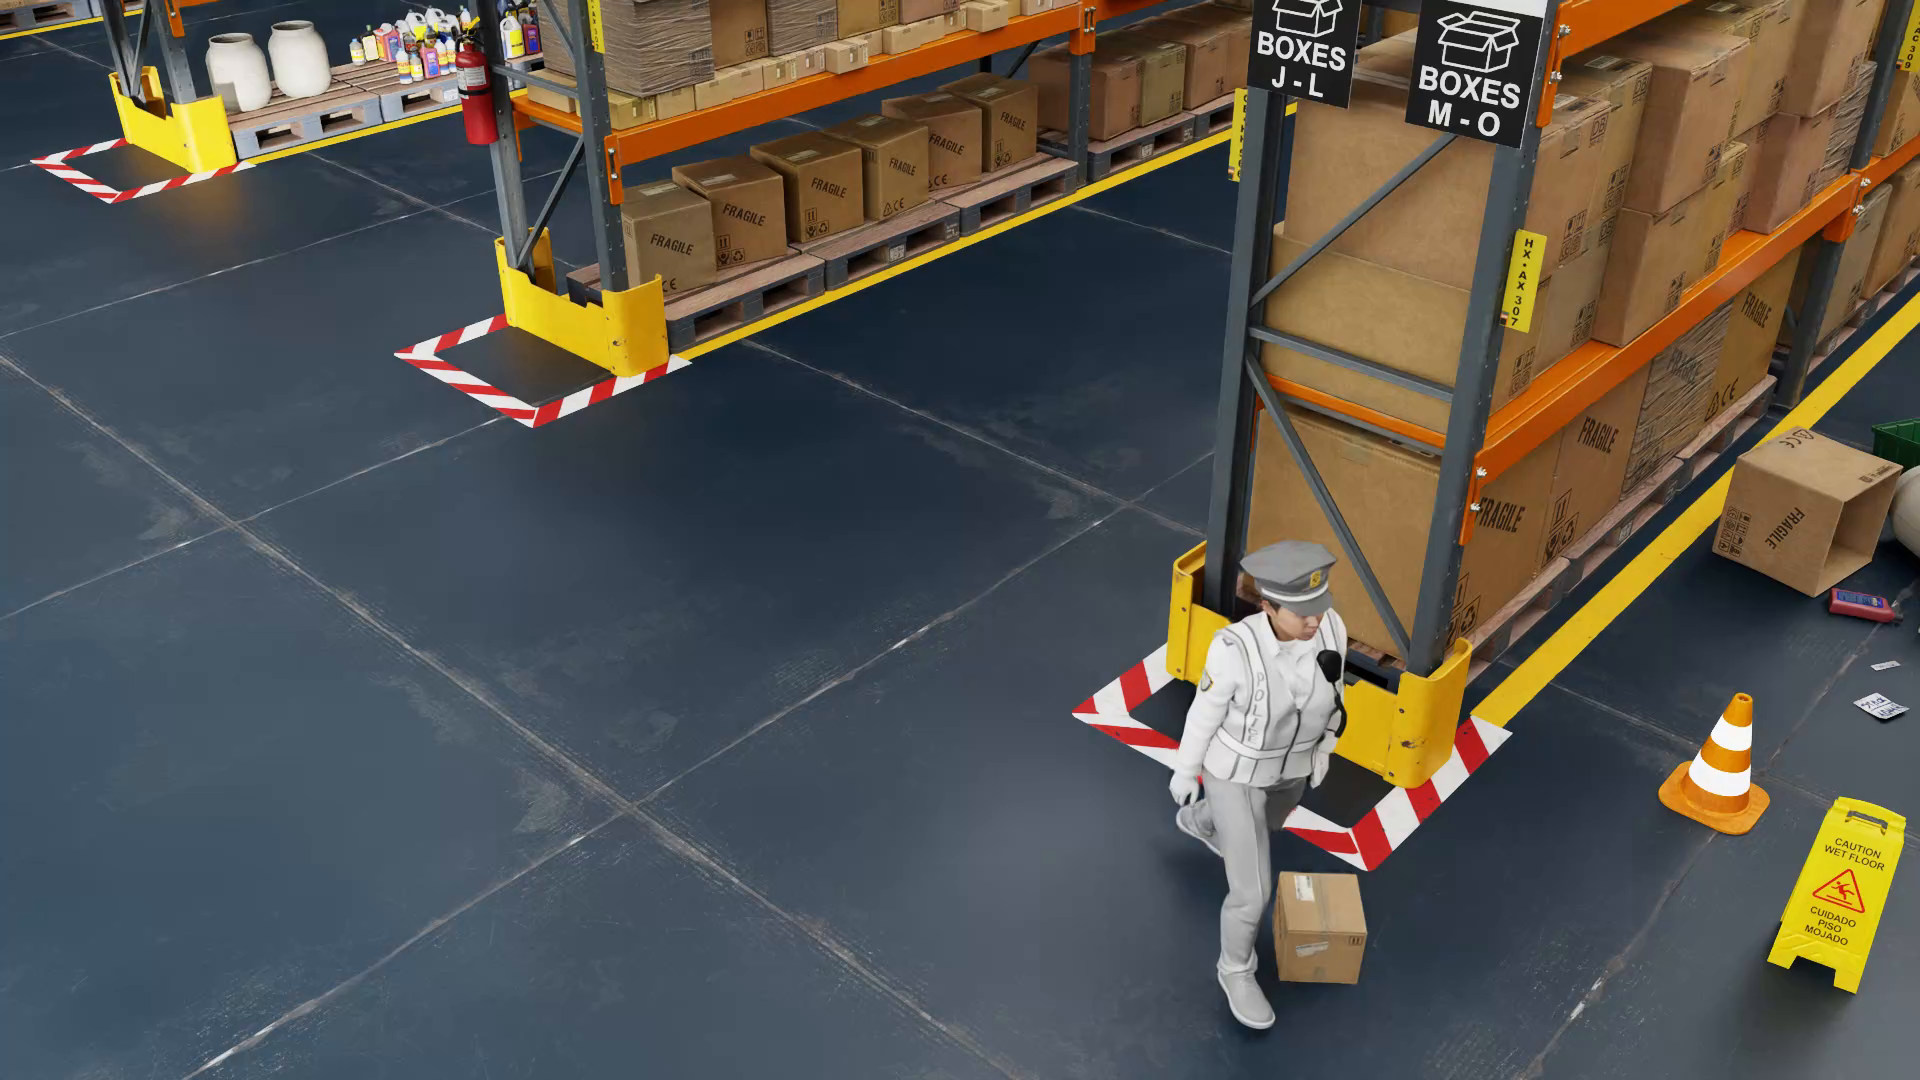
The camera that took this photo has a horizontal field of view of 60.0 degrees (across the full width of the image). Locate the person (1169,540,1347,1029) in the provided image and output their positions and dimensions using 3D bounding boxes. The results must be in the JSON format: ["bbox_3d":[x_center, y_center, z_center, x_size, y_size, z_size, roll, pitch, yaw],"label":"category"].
[{"bbox_3d":[0.879,0.618,5.127,0.516,1.613,0.866,-13,34,-21],"label":"person"}]
